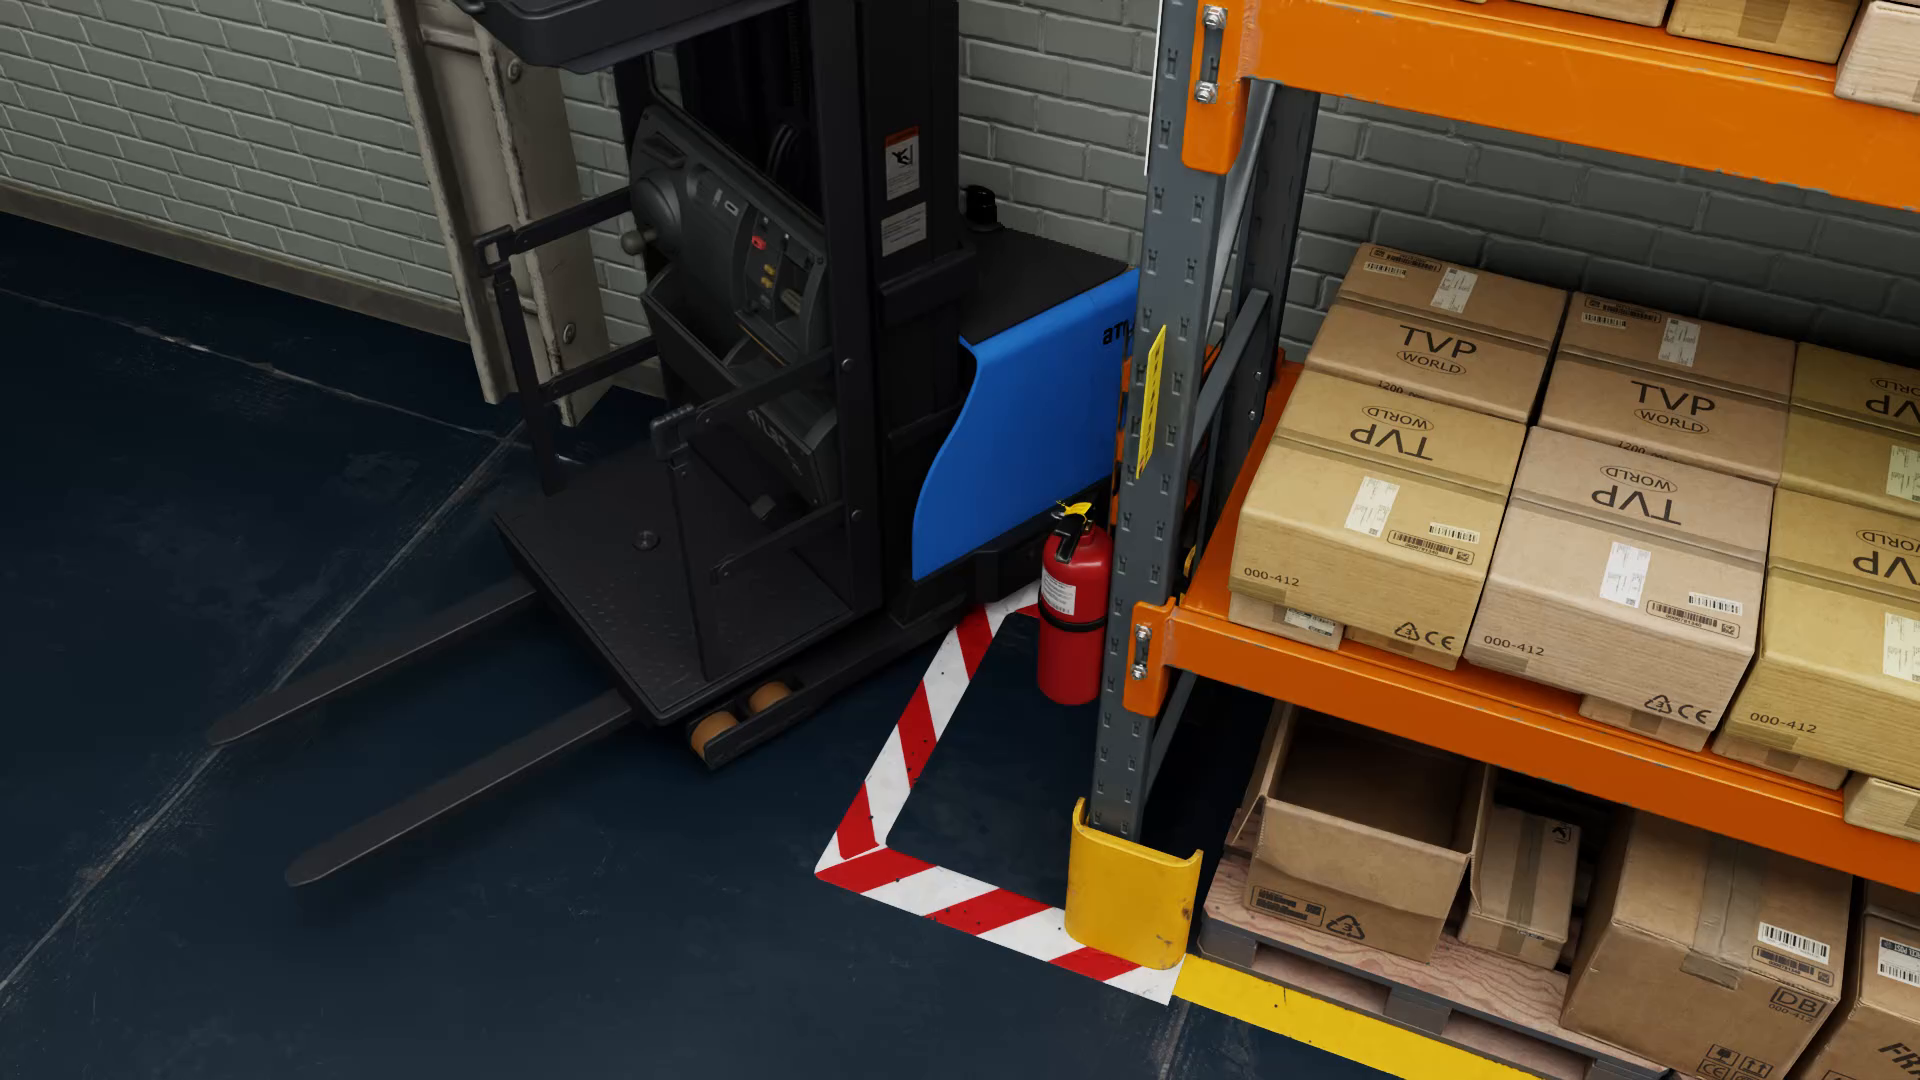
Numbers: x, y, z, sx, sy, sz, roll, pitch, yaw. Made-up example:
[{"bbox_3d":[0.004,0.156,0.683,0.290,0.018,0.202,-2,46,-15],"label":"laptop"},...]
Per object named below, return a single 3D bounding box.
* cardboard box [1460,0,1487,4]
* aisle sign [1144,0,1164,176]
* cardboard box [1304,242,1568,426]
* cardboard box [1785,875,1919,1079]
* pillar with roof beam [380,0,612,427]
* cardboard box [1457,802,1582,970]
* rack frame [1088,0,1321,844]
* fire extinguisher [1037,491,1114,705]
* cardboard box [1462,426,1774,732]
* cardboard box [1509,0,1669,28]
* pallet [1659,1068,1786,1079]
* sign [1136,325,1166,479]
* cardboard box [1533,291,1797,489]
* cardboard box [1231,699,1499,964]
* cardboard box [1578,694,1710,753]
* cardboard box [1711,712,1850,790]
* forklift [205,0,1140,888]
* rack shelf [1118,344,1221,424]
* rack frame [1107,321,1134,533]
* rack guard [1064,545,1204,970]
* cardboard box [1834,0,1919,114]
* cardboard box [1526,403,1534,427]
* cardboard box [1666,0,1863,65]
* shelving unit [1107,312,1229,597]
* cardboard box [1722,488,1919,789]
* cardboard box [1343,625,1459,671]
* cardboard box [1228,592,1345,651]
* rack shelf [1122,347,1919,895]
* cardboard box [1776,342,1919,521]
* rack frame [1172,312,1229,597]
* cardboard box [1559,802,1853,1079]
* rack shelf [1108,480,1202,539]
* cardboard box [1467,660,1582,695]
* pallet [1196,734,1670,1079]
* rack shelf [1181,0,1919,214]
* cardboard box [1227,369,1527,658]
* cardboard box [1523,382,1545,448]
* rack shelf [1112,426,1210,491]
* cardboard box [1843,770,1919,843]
[{"bbox_3d":[0.791,-1.052,2.732,0.250,0.149,0.380,17,47,17],"label":"cardboard box"},{"bbox_3d":[0.410,-1.065,2.850,0.004,0.787,0.394,16,47,16],"label":"aisle sign"},{"bbox_3d":[1.113,-0.416,3.937,0.500,0.250,0.500,18,48,17],"label":"cardboard box"},{"bbox_3d":[2.337,1.115,3.977,0.500,0.500,0.500,17,47,17],"label":"cardboard box"},{"bbox_3d":[-3.213,-0.959,0.334,0.400,9.000,9.100,16,47,16],"label":"pillar with roof beam"},{"bbox_3d":[1.491,0.915,4.428,0.250,0.149,0.380,15,47,14],"label":"cardboard box"},{"bbox_3d":[0.586,-0.316,3.941,0.127,3.000,1.000,16,47,16],"label":"rack frame"},{"bbox_3d":[0.272,0.105,3.837,0.183,0.674,0.296,16,47,16],"label":"fire extinguisher"},{"bbox_3d":[1.366,0.067,3.451,0.500,0.250,0.500,17,47,16],"label":"cardboard box"},{"bbox_3d":[1.043,-0.998,2.678,0.250,0.149,0.380,17,47,17],"label":"cardboard box"},{"bbox_3d":[2.514,1.242,4.353,1.213,0.211,1.003,16,47,16],"label":"pallet"},{"bbox_3d":[0.377,-0.269,3.280,0.005,0.325,0.100,16,47,16],"label":"sign"},{"bbox_3d":[1.588,-0.275,3.795,0.500,0.250,0.500,17,47,16],"label":"cardboard box"},{"bbox_3d":[1.114,0.648,4.444,0.637,0.503,0.797,15,47,14],"label":"cardboard box"},{"bbox_3d":[1.502,0.237,3.563,0.250,0.149,0.380,18,48,17],"label":"cardboard box"},{"bbox_3d":[1.749,0.306,3.494,0.250,0.149,0.380,17,47,16],"label":"cardboard box"},{"bbox_3d":[-0.810,-0.780,4.456,3.031,2.935,1.130,-29,51,-26],"label":"forklift"},{"bbox_3d":[0.645,-0.477,5.098,0.240,0.259,0.215,21,48,19],"label":"rack shelf"},{"bbox_3d":[0.537,-0.324,5.331,0.008,1.050,0.200,21,48,19],"label":"rack frame"},{"bbox_3d":[0.656,0.591,4.802,0.348,0.500,1.175,16,47,16],"label":"rack guard"},{"bbox_3d":[1.463,-0.782,2.461,0.250,0.149,0.380,17,47,17],"label":"cardboard box"},{"bbox_3d":[1.206,-0.202,4.005,0.250,0.149,0.380,18,48,17],"label":"cardboard box"},{"bbox_3d":[1.273,-0.917,2.597,0.250,0.149,0.380,17,47,16],"label":"cardboard box"},{"bbox_3d":[0.645,-0.283,5.290,0.252,1.050,0.215,21,48,19],"label":"shelving unit"},{"bbox_3d":[1.835,0.203,3.315,0.500,0.250,0.500,16,47,15],"label":"cardboard box"},{"bbox_3d":[1.036,0.080,3.721,0.250,0.149,0.380,17,47,17],"label":"cardboard box"},{"bbox_3d":[0.784,0.041,3.760,0.250,0.149,0.380,16,47,16],"label":"cardboard box"},{"bbox_3d":[2.432,0.482,3.649,4.000,0.370,1.077,16,47,16],"label":"rack shelf"},{"bbox_3d":[2.043,-0.137,3.657,0.500,0.250,0.500,18,48,17],"label":"cardboard box"},{"bbox_3d":[0.752,-0.243,5.250,0.008,1.050,0.200,21,48,19],"label":"rack frame"},{"bbox_3d":[1.888,0.907,4.186,0.500,0.500,0.700,18,48,17],"label":"cardboard box"},{"bbox_3d":[0.645,-0.079,5.494,0.240,0.259,0.215,21,48,19],"label":"rack shelf"},{"bbox_3d":[1.292,0.129,3.672,0.250,0.149,0.380,16,47,15],"label":"cardboard box"},{"bbox_3d":[1.392,0.909,4.687,1.213,0.211,1.003,16,47,16],"label":"pallet"},{"bbox_3d":[2.432,-0.581,2.591,4.000,0.370,1.077,16,47,16],"label":"rack shelf"},{"bbox_3d":[0.901,-0.069,3.588,0.500,0.250,0.500,17,47,16],"label":"cardboard box"},{"bbox_3d":[1.483,-0.186,3.989,0.250,0.149,0.380,15,47,15],"label":"cardboard box"},{"bbox_3d":[0.645,-0.276,5.298,0.240,0.259,0.215,21,48,19],"label":"rack shelf"},{"bbox_3d":[1.954,0.423,3.376,0.250,0.149,0.380,15,47,15],"label":"cardboard box"}]
